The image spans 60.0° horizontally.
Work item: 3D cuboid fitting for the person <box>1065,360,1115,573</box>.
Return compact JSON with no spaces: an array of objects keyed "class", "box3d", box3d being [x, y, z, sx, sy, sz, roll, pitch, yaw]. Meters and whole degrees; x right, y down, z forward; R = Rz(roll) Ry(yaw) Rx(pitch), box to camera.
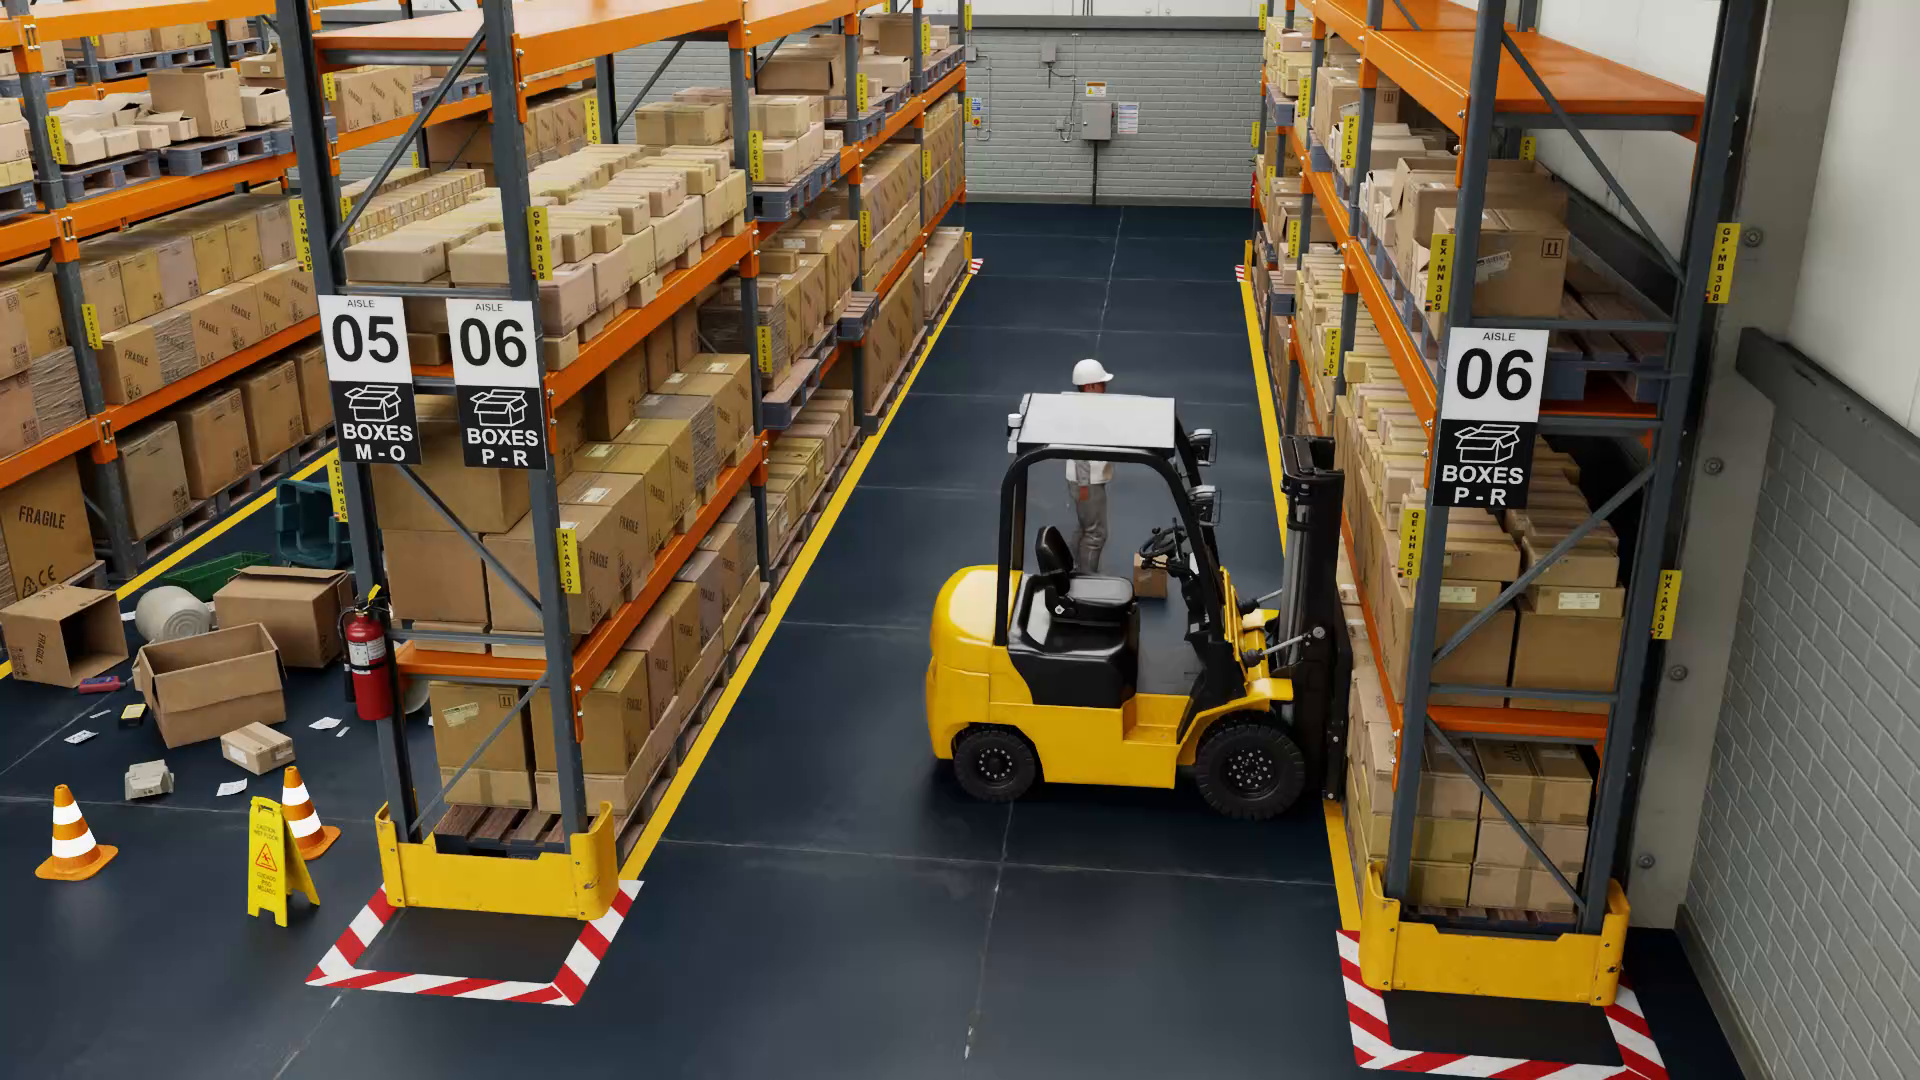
[{"class":"person","box3d":[0.983,-0.464,12.259,0.407,1.771,0.533,3,21,8]}]
